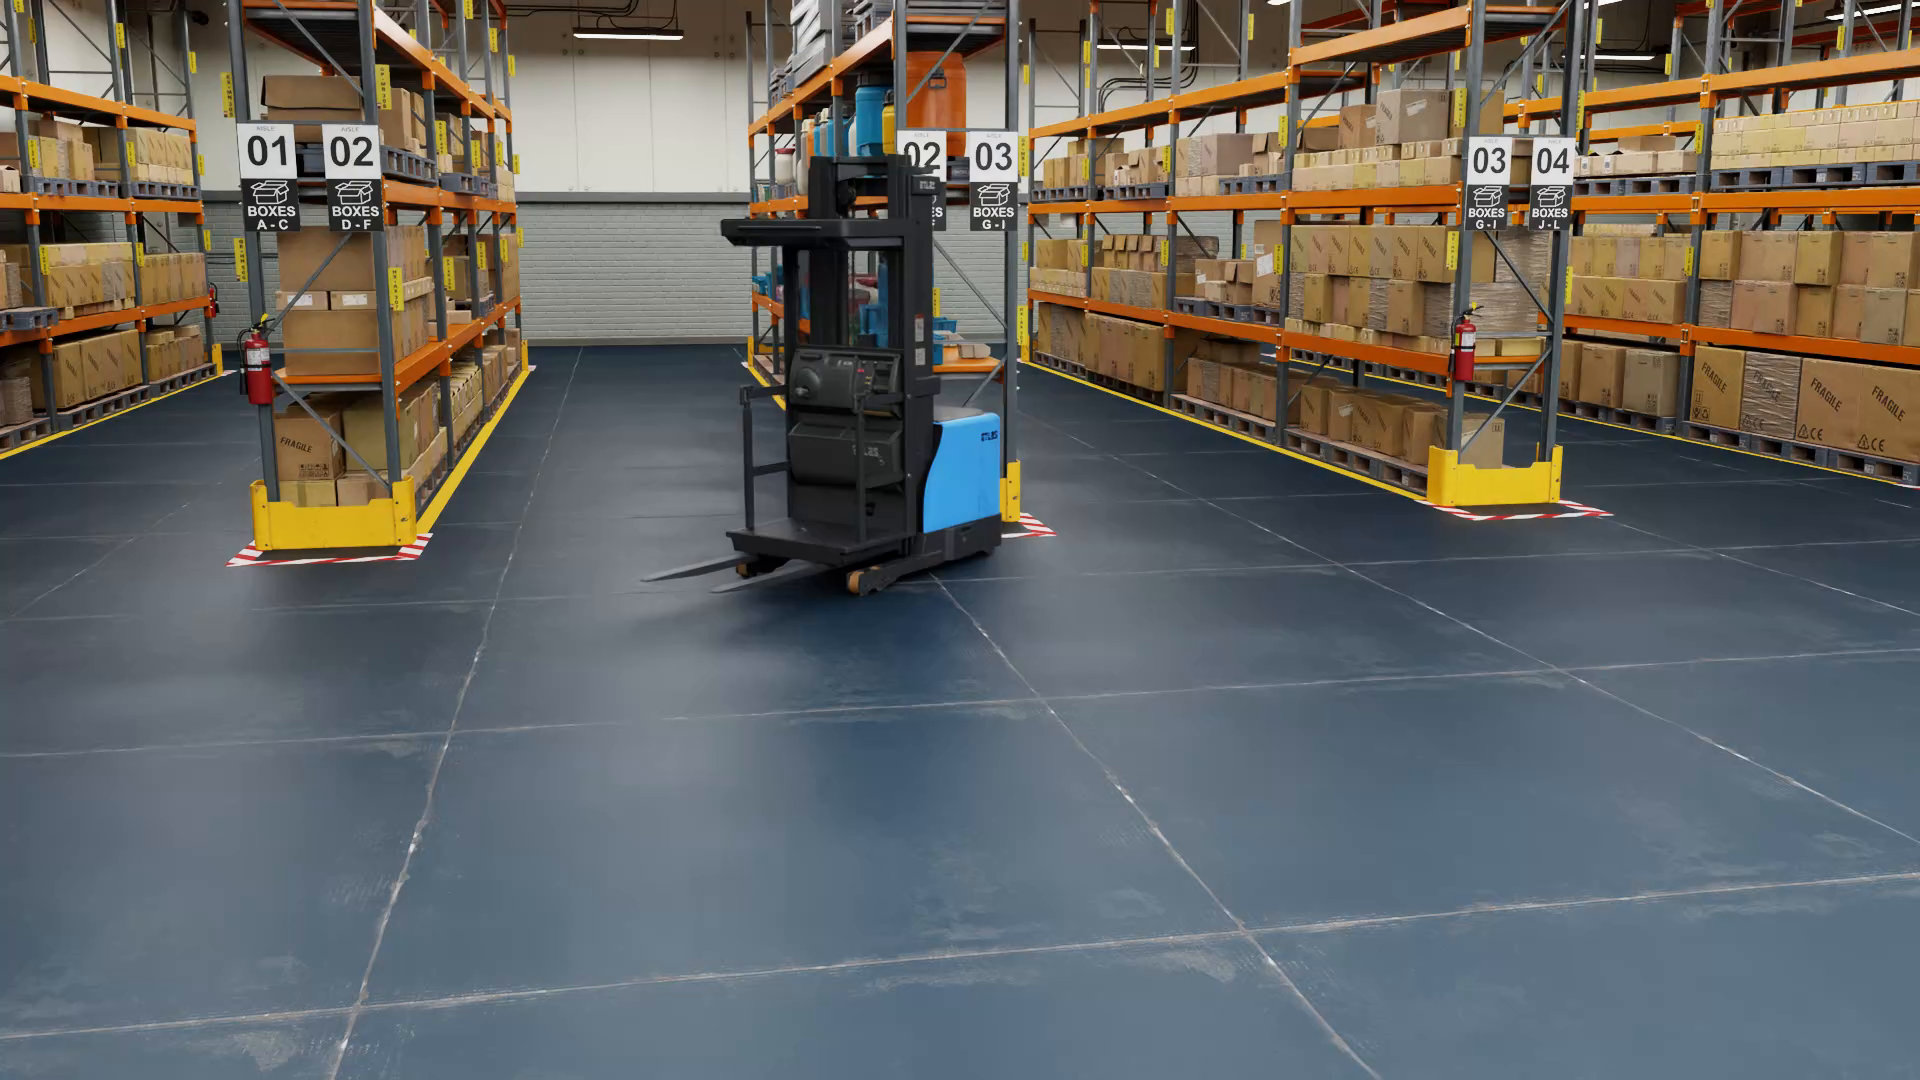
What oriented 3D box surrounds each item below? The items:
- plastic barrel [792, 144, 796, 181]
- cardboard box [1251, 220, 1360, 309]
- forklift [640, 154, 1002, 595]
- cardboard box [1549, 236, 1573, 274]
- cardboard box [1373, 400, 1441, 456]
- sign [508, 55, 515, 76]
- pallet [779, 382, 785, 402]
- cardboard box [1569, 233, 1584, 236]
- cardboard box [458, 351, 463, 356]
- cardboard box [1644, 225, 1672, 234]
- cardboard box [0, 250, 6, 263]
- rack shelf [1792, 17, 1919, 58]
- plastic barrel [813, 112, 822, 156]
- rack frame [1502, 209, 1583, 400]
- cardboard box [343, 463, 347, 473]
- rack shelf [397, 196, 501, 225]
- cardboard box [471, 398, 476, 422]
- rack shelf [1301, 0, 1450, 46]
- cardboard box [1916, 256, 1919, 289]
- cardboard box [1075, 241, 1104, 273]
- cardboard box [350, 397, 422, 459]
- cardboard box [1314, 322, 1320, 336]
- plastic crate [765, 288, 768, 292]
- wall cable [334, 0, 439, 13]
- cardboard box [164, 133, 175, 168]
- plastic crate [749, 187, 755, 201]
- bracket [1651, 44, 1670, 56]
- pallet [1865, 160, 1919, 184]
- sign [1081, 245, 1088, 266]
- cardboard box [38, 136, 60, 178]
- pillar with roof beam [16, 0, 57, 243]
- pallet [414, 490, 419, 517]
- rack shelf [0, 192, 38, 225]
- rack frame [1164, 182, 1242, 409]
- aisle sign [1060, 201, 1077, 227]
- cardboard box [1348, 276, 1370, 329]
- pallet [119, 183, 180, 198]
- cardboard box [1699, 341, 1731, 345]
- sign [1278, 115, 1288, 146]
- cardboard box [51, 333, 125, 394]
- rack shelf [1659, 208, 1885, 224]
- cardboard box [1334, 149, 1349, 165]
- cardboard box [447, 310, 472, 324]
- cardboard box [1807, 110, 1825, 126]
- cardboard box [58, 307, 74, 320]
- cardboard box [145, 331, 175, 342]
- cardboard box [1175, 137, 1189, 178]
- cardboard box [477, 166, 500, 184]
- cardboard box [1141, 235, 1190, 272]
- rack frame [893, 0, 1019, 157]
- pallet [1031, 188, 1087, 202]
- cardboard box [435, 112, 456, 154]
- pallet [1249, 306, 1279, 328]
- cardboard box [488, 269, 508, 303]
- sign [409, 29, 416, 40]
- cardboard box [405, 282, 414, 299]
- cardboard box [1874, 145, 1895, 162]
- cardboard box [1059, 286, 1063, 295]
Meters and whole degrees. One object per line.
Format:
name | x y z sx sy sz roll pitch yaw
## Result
plastic barrel | -2.077 -5.162 22.788 0.433 0.535 0.433 0 11 0
cardboard box | 4.035 -3.194 19.229 1.000 1.000 1.000 -2 11 -11
forklift | -0.928 -1.166 11.481 1.130 2.935 3.031 7 13 34
cardboard box | 8.336 -3.803 22.213 0.700 0.500 0.500 -2 11 -12
cardboard box | 4.472 -1.126 16.654 0.500 0.500 0.500 -1 11 -6
sign | -7.451 -7.884 27.630 0.100 0.325 0.005 -2 11 -11
pallet | -2.012 -2.093 23.626 1.003 0.211 1.213 -2 11 -11
cardboard box | 11.468 -5.357 30.378 0.500 0.500 0.500 -2 11 -11
cardboard box | -7.162 -2.351 23.037 0.500 0.500 0.500 -2 11 -10
cardboard box | 11.845 -5.274 28.207 0.380 0.149 0.250 -2 11 -12
cardboard box | -11.205 -3.257 19.110 0.380 0.149 0.250 -4 11 -18
rack shelf | 16.696 -9.145 30.210 1.077 0.370 4.000 -2 11 -11
plastic barrel | -1.372 -4.408 18.968 0.600 0.901 0.708 -2 11 -11
rack frame | 8.159 -3.438 23.237 1.000 3.000 0.127 -2 11 -11
cardboard box | -5.391 -0.484 13.947 0.500 0.250 0.500 -2 11 -11
rack shelf | -6.833 -4.404 22.212 1.077 0.370 4.000 -2 11 -11
cardboard box | -5.903 -1.498 19.274 0.500 0.250 0.500 -2 11 -10
rack shelf | 6.992 -8.765 28.214 1.077 0.370 4.000 -2 11 -11
cardboard box | 9.681 -2.644 15.778 0.875 0.550 0.550 -2 11 -11
cardboard box | 2.145 -4.525 26.549 0.500 0.500 0.500 -2 11 -9
cardboard box | -4.983 -0.963 14.457 0.500 0.500 0.500 -2 11 -11
cardboard box | 3.969 -2.232 17.573 0.380 0.149 0.250 -2 11 -11
plastic crate | -2.843 -3.920 26.342 0.437 0.125 0.590 -2 11 -11
wall cable | -10.954 -9.254 32.549 3.097 2.526 0.112 -2 11 -11
cardboard box | -12.252 -5.915 25.233 0.500 0.500 0.500 -3 11 -14
plastic crate | -3.339 -5.892 28.457 0.497 0.269 0.590 -2 11 -11
bracket | 15.777 -11.026 37.430 0.235 0.232 0.430 -2 11 -11
pallet | 9.561 -3.536 15.969 1.003 0.211 1.213 -2 11 -11
sign | 1.952 -4.454 26.045 0.100 0.325 0.005 -2 11 -11
cardboard box | -11.702 -4.759 20.709 0.700 0.500 0.500 -2 11 -8
pillar with roof beam | -8.842 -6.670 24.173 9.100 9.000 0.400 -2 11 -11
pallet | -5.077 -0.218 13.779 1.003 0.211 1.213 -2 11 -11
rack shelf | -10.913 -3.489 17.407 1.077 0.370 4.000 -2 11 -11
rack frame | 3.274 -3.276 22.387 1.000 3.000 0.127 -2 11 -11
aisle sign | 1.999 -6.045 29.979 0.394 0.787 0.004 -2 11 -11
cardboard box | 4.395 -2.379 16.609 0.875 0.500 0.500 -2 11 -11
pallet | -12.463 -5.273 25.094 1.003 0.211 1.213 -2 11 -11
cardboard box | 12.599 -3.257 26.843 0.875 0.875 0.875 -2 11 -9
sign | 3.509 -4.443 18.057 0.100 0.325 0.005 -2 11 -11
cardboard box | -11.650 -2.342 22.106 0.750 0.750 0.750 -2 11 -9
rack shelf | 12.606 -5.124 25.994 1.077 0.370 4.000 -2 11 -11
cardboard box | 4.020 -3.875 16.846 0.380 0.149 0.250 -2 11 -12
cardboard box | -5.998 -2.638 19.707 0.380 0.149 0.250 -2 11 -11
cardboard box | 8.971 -4.344 17.121 0.380 0.149 0.250 -2 11 -11
cardboard box | -11.148 -2.789 20.448 0.380 0.149 0.250 -2 11 -9
cardboard box | -12.114 -3.072 25.144 0.380 0.149 0.250 -2 11 -13
cardboard box | 3.113 -4.949 21.548 0.500 0.500 0.500 -2 11 -10
cardboard box | -7.072 -5.394 24.555 0.500 0.250 0.500 -2 11 -11
cardboard box | 3.024 -4.072 23.620 0.797 0.503 0.637 -2 11 -10
rack frame | -0.028 -4.576 13.171 1.000 3.000 0.127 -2 11 -11
pallet | 1.873 -6.038 29.111 1.003 0.211 1.213 -2 11 -11
cardboard box | -6.522 -5.011 20.536 0.500 0.500 0.500 -2 11 -11
pallet | 4.046 -2.594 19.315 1.003 0.211 1.213 -2 11 -11
cardboard box | -7.053 -3.803 24.886 0.500 0.500 0.500 -2 11 -10
sign | -7.757 -7.079 23.611 0.100 0.325 0.005 -2 11 -11
cardboard box | -5.103 -2.227 14.873 0.380 0.149 0.250 -2 11 -9
cardboard box | 9.171 -3.765 16.212 0.380 0.149 0.250 -2 11 -10
cardboard box | 1.865 -4.166 27.734 0.380 0.149 0.250 -2 11 -12
